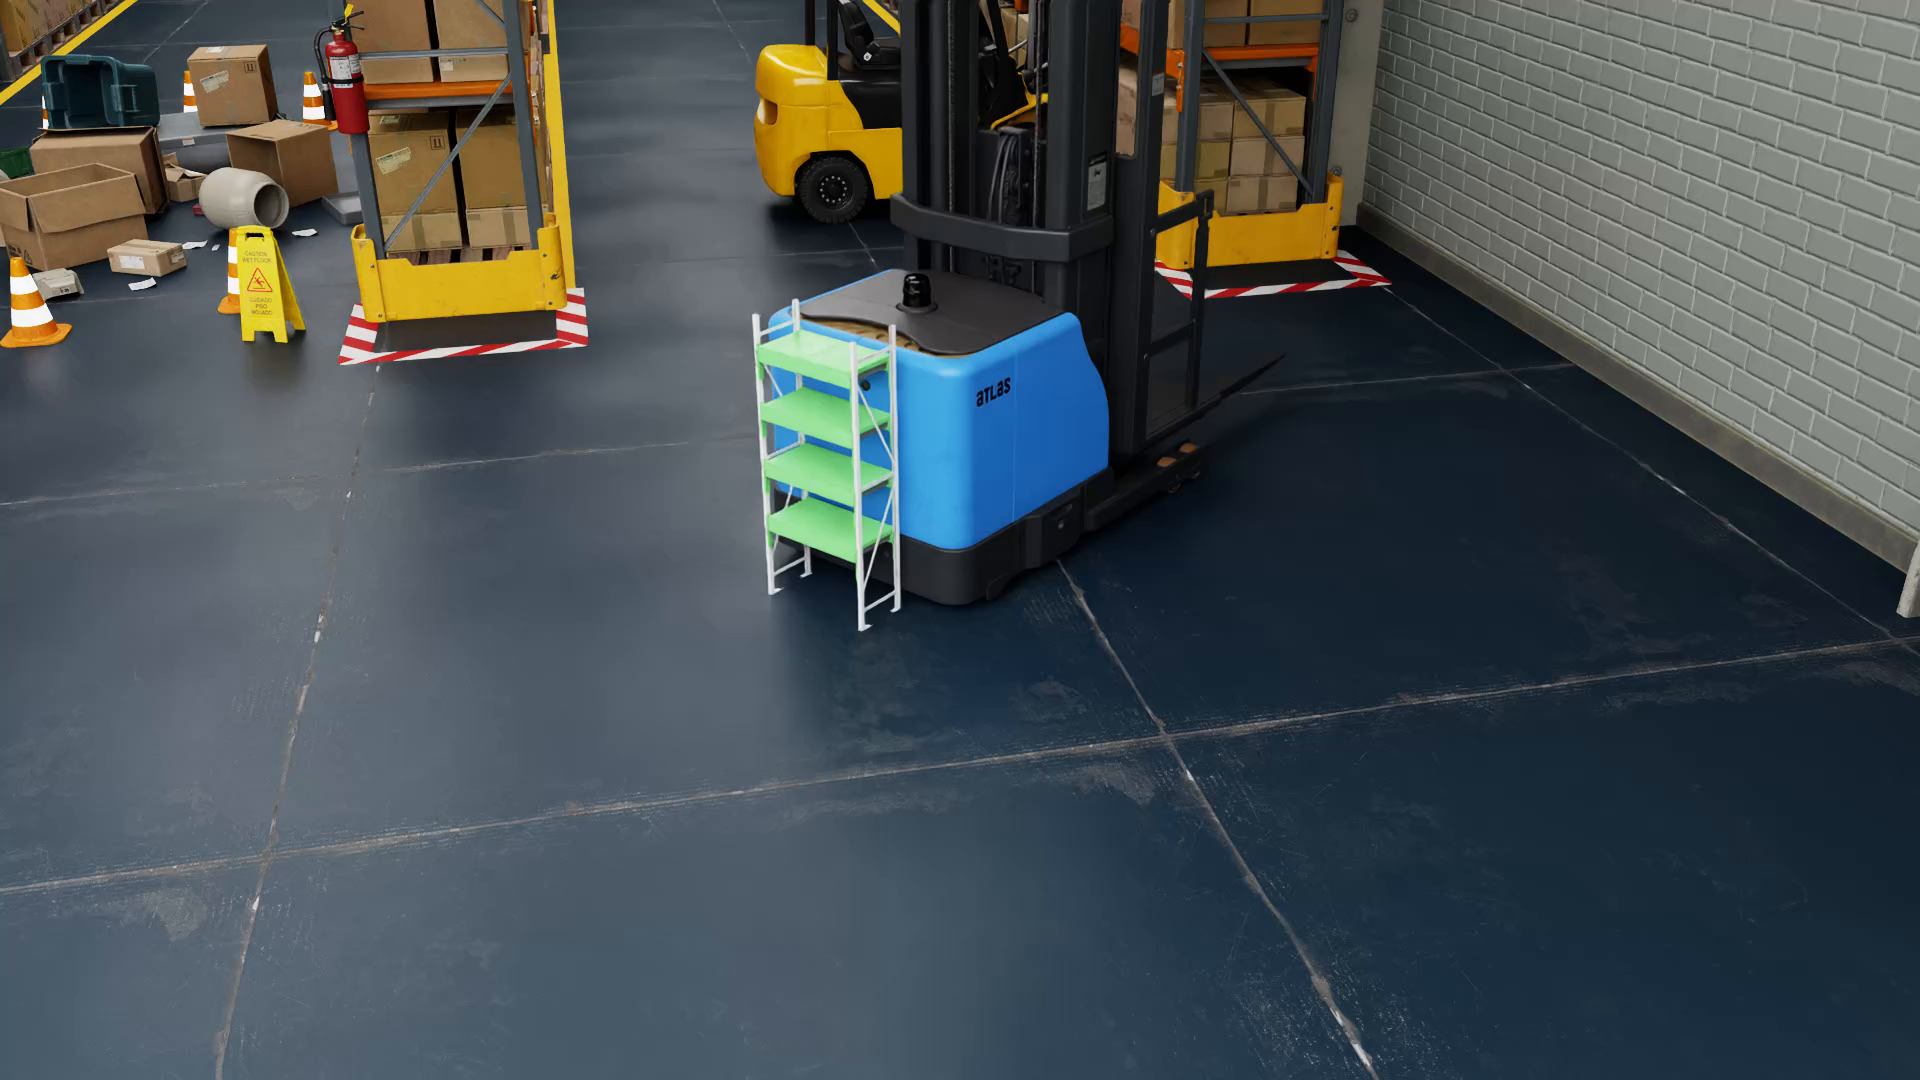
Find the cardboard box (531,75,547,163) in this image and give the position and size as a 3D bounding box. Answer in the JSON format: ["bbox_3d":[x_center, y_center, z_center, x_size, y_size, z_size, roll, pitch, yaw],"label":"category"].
[{"bbox_3d":[-3.099,-2.851,11.323,0.500,0.500,0.500,-5,27,-11],"label":"cardboard box"}]

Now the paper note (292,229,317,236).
[{"bbox_3d":[-4.490,-2.112,11.400,0.142,0.019,0.148,-16,31,-29],"label":"paper note"}]

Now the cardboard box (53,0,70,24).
[{"bbox_3d":[-9.819,-5.756,17.633,0.500,0.500,0.500,-7,28,-13],"label":"cardboard box"}]

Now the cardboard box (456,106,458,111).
[{"bbox_3d":[-3.616,-2.785,11.192,0.500,0.500,0.500,-7,28,-13],"label":"cardboard box"}]

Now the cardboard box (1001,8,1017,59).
[{"bbox_3d":[0.851,-4.331,14.671,0.875,0.625,0.625,-5,27,-9],"label":"cardboard box"}]

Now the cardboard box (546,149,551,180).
[{"bbox_3d":[-3.109,-2.519,11.498,0.500,0.250,0.500,-4,27,-8],"label":"cardboard box"}]

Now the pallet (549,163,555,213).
[{"bbox_3d":[-3.391,-2.397,11.765,1.003,0.211,1.213,-6,27,-12],"label":"pallet"}]

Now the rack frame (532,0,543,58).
[{"bbox_3d":[-4.757,-6.226,16.256,1.000,3.000,0.127,-6,27,-12],"label":"rack frame"}]

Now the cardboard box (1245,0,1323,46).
[{"bbox_3d":[2.040,-3.510,10.764,0.500,0.500,0.500,-5,27,-10],"label":"cardboard box"}]

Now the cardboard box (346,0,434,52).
[{"bbox_3d":[-3.345,-3.102,9.625,0.500,0.500,0.500,-6,27,-13],"label":"cardboard box"}]

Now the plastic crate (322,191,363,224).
[{"bbox_3d":[-4.300,-2.394,11.904,0.402,0.080,0.583,-16,31,-29],"label":"plastic crate"}]

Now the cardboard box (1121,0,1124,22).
[{"bbox_3d":[1.291,-3.907,11.551,0.500,0.500,0.500,-6,27,-13],"label":"cardboard box"}]

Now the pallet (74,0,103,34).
[{"bbox_3d":[-10.281,-5.848,18.603,1.003,0.211,1.213,-6,27,-12],"label":"pallet"}]

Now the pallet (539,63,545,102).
[{"bbox_3d":[-4.311,-4.103,15.145,1.003,0.211,1.213,-6,27,-12],"label":"pallet"}]

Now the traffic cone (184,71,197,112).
[{"bbox_3d":[-6.538,-3.765,14.196,0.336,0.463,0.334,-6,27,-12],"label":"traffic cone"}]

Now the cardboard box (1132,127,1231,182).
[{"bbox_3d":[1.467,-2.585,11.072,0.500,0.250,0.500,-6,27,-12],"label":"cardboard box"}]

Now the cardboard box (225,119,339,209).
[{"bbox_3d":[-4.940,-2.746,12.134,0.500,0.500,0.500,13,30,24],"label":"cardboard box"}]

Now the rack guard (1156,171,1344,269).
[{"bbox_3d":[1.887,-2.093,10.842,1.175,0.500,0.348,-6,27,-12],"label":"rack guard"}]

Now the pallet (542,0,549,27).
[{"bbox_3d":[-5.133,-5.869,18.644,1.003,0.211,1.213,-6,27,-12],"label":"pallet"}]

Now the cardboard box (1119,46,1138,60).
[{"bbox_3d":[1.123,-3.464,12.259,0.500,0.250,0.500,-7,28,-13],"label":"cardboard box"}]

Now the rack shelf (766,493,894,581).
[{"bbox_3d":[-0.510,-0.015,6.623,0.480,0.148,0.258,19,33,33],"label":"rack shelf"}]

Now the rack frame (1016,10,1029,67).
[{"bbox_3d":[0.980,-4.976,13.779,1.000,3.000,0.127,-6,27,-12],"label":"rack frame"}]

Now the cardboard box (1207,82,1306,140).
[{"bbox_3d":[1.957,-2.856,11.055,0.500,0.250,0.500,-6,27,-12],"label":"cardboard box"}]

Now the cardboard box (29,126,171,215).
[{"bbox_3d":[-6.035,-2.584,11.660,0.797,0.637,0.503,-6,27,-12],"label":"cardboard box"}]

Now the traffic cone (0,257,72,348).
[{"bbox_3d":[-5.312,-1.377,9.465,0.336,0.463,0.334,-6,27,-12],"label":"traffic cone"}]

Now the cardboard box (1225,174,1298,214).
[{"bbox_3d":[1.961,-2.415,11.291,0.500,0.250,0.500,-6,27,-11],"label":"cardboard box"}]

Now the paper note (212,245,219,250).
[{"bbox_3d":[-4.974,-1.955,11.112,0.032,0.001,0.123,-6,27,-12],"label":"paper note"}]

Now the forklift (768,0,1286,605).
[{"bbox_3d":[0.515,-1.649,7.265,1.130,2.935,3.031,19,33,33],"label":"forklift"}]

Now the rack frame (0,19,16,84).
[{"bbox_3d":[-9.557,-5.679,15.172,1.000,3.000,0.127,-6,27,-12],"label":"rack frame"}]

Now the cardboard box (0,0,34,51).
[{"bbox_3d":[-9.468,-5.087,16.307,0.500,0.500,0.500,-7,28,-14],"label":"cardboard box"}]

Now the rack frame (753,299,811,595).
[{"bbox_3d":[-0.703,-0.354,6.620,0.015,1.200,0.240,19,33,33],"label":"rack frame"}]

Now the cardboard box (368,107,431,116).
[{"bbox_3d":[-3.537,-2.778,10.458,0.380,0.149,0.250,-5,27,-10],"label":"cardboard box"}]

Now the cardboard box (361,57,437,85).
[{"bbox_3d":[-3.247,-2.744,9.637,0.380,0.149,0.250,-5,27,-10],"label":"cardboard box"}]

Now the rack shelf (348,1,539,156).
[{"bbox_3d":[-3.405,-3.271,11.199,1.077,0.370,4.000,-6,27,-12],"label":"rack shelf"}]

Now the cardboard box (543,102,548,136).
[{"bbox_3d":[-3.460,-3.198,12.842,0.500,0.250,0.500,-5,27,-9],"label":"cardboard box"}]

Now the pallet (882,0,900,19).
[{"bbox_3d":[-0.325,-6.353,19.602,1.003,0.211,1.213,-6,27,-12],"label":"pallet"}]

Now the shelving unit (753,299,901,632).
[{"bbox_3d":[-0.510,-0.287,6.486,0.503,1.200,0.258,19,33,33],"label":"shelving unit"}]

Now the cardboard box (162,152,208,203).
[{"bbox_3d":[-5.763,-2.674,12.253,0.396,0.266,0.258,19,32,32],"label":"cardboard box"}]

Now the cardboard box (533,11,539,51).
[{"bbox_3d":[-4.639,-4.991,16.260,0.950,0.372,0.625,-8,28,-15],"label":"cardboard box"}]

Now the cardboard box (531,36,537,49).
[{"bbox_3d":[-3.461,-3.532,12.672,0.500,0.500,0.500,-6,27,-12],"label":"cardboard box"}]

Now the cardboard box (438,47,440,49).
[{"bbox_3d":[-2.900,-2.881,9.908,0.380,0.149,0.250,-6,27,-11],"label":"cardboard box"}]

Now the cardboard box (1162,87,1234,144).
[{"bbox_3d":[1.474,-2.796,10.937,0.500,0.250,0.500,-5,27,-10],"label":"cardboard box"}]
